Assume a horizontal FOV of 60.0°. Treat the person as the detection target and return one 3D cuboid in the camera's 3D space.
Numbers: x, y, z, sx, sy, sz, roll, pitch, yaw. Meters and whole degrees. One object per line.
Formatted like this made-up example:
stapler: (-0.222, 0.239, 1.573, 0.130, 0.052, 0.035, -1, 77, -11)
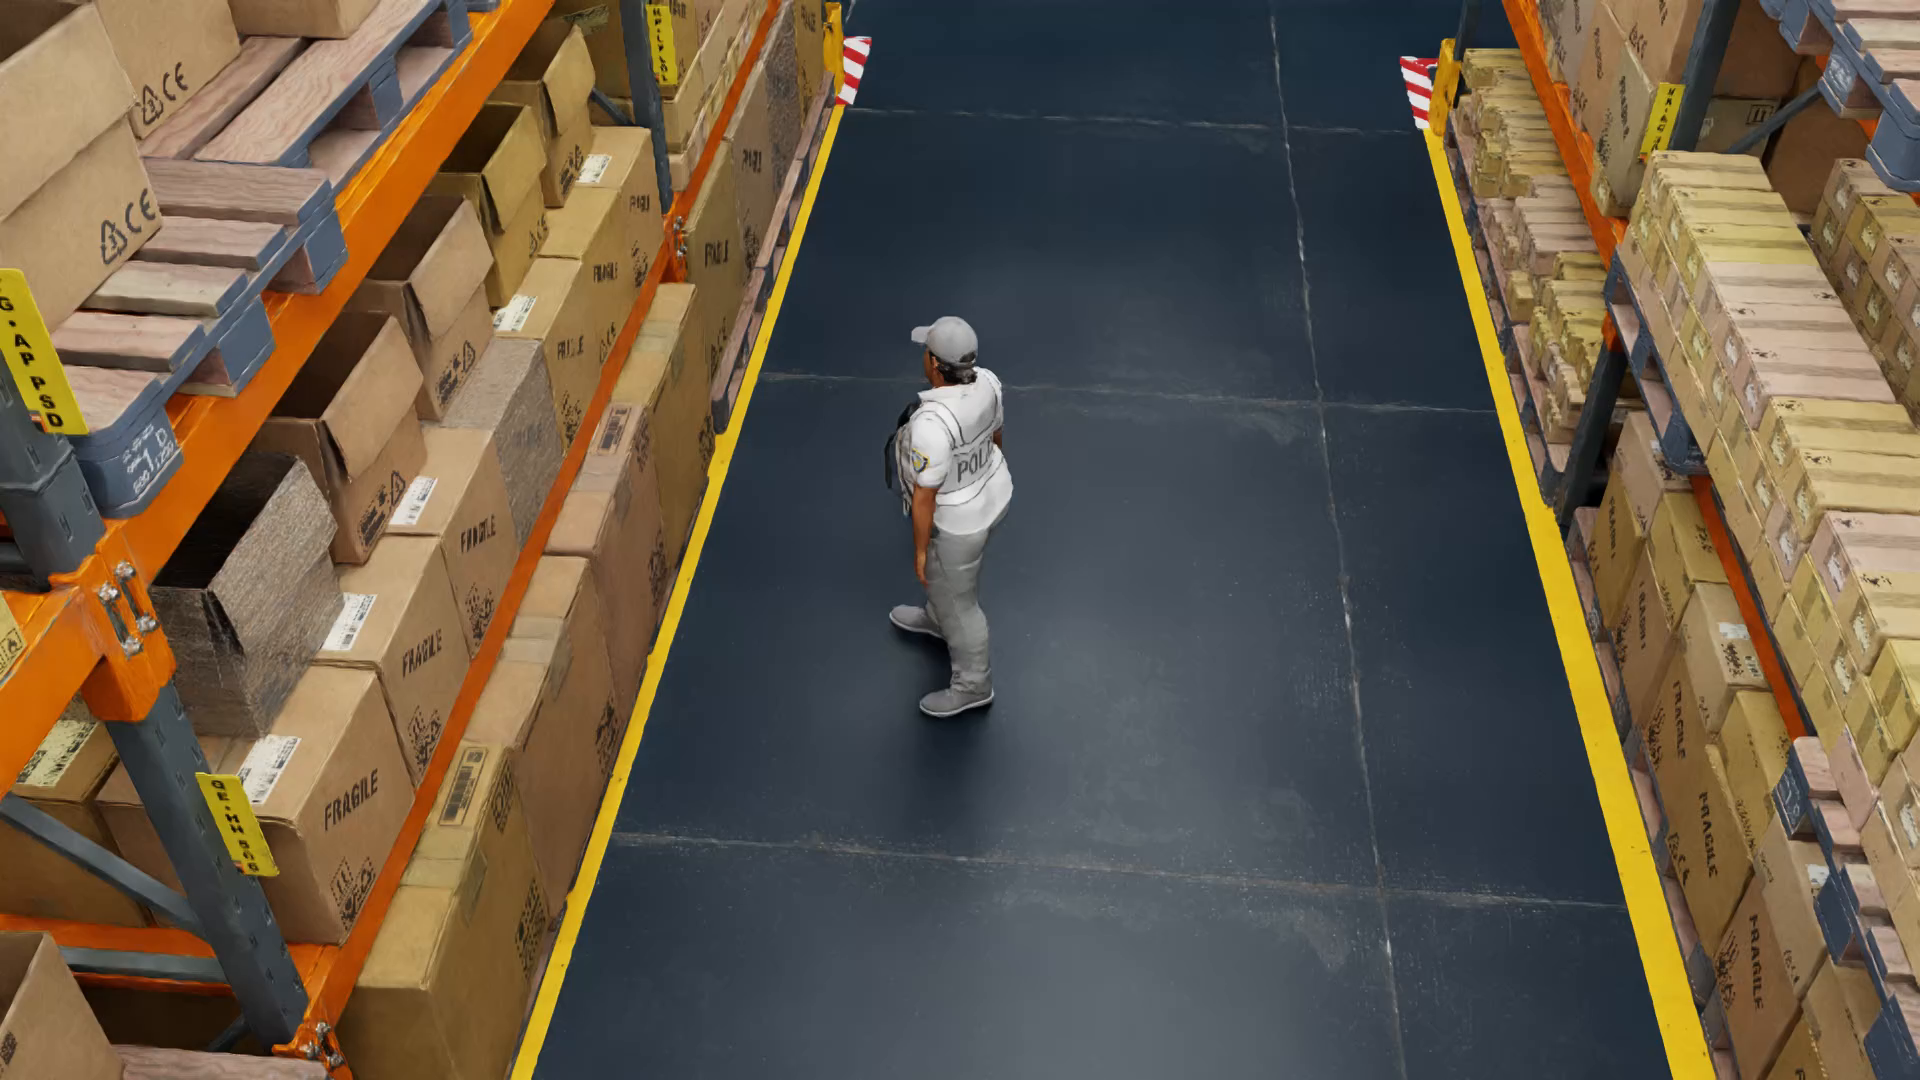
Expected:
person: (-0.071, -0.148, 6.303, 0.591, 1.658, 0.662, 18, 43, 20)
